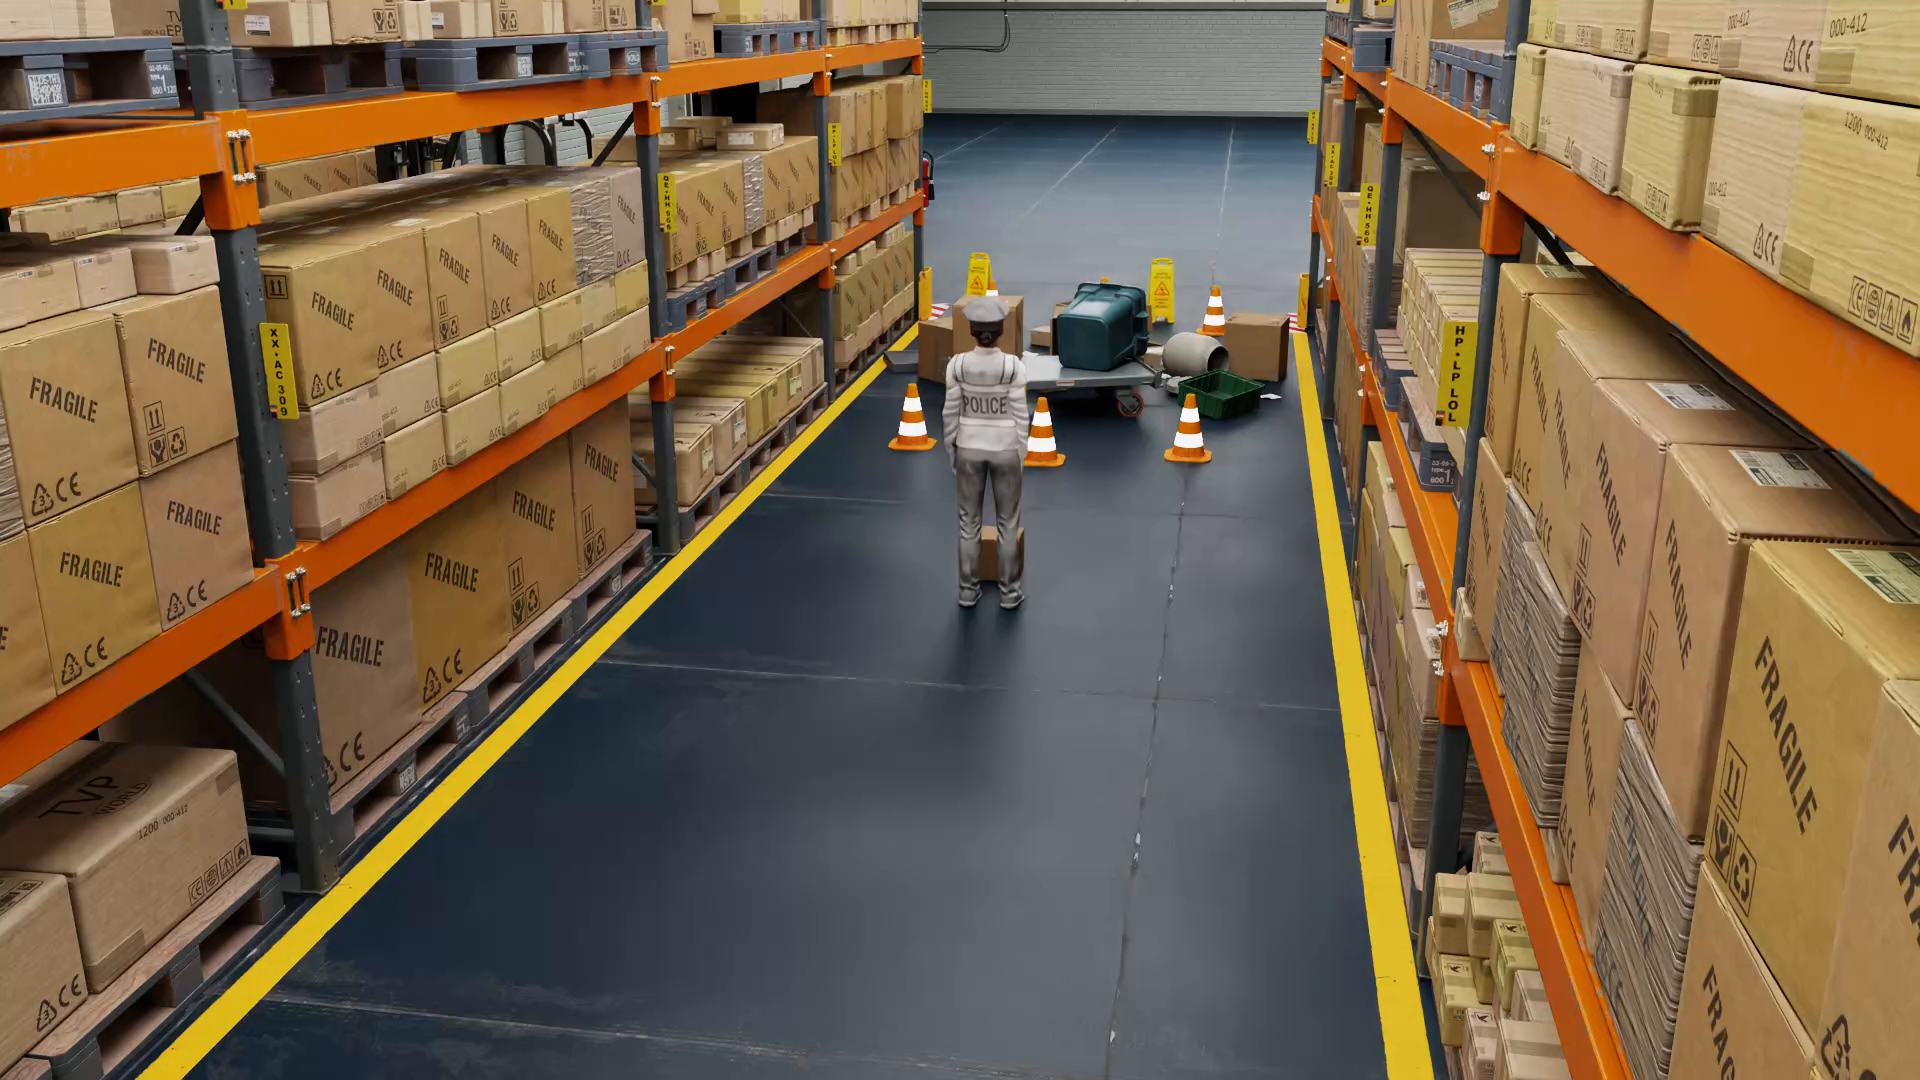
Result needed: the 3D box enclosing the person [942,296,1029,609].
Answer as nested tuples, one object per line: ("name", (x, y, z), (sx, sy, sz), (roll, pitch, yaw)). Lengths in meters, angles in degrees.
("person", (0.151, -0.455, 8.926), (0.449, 1.691, 0.345), (3, 18, 10))
